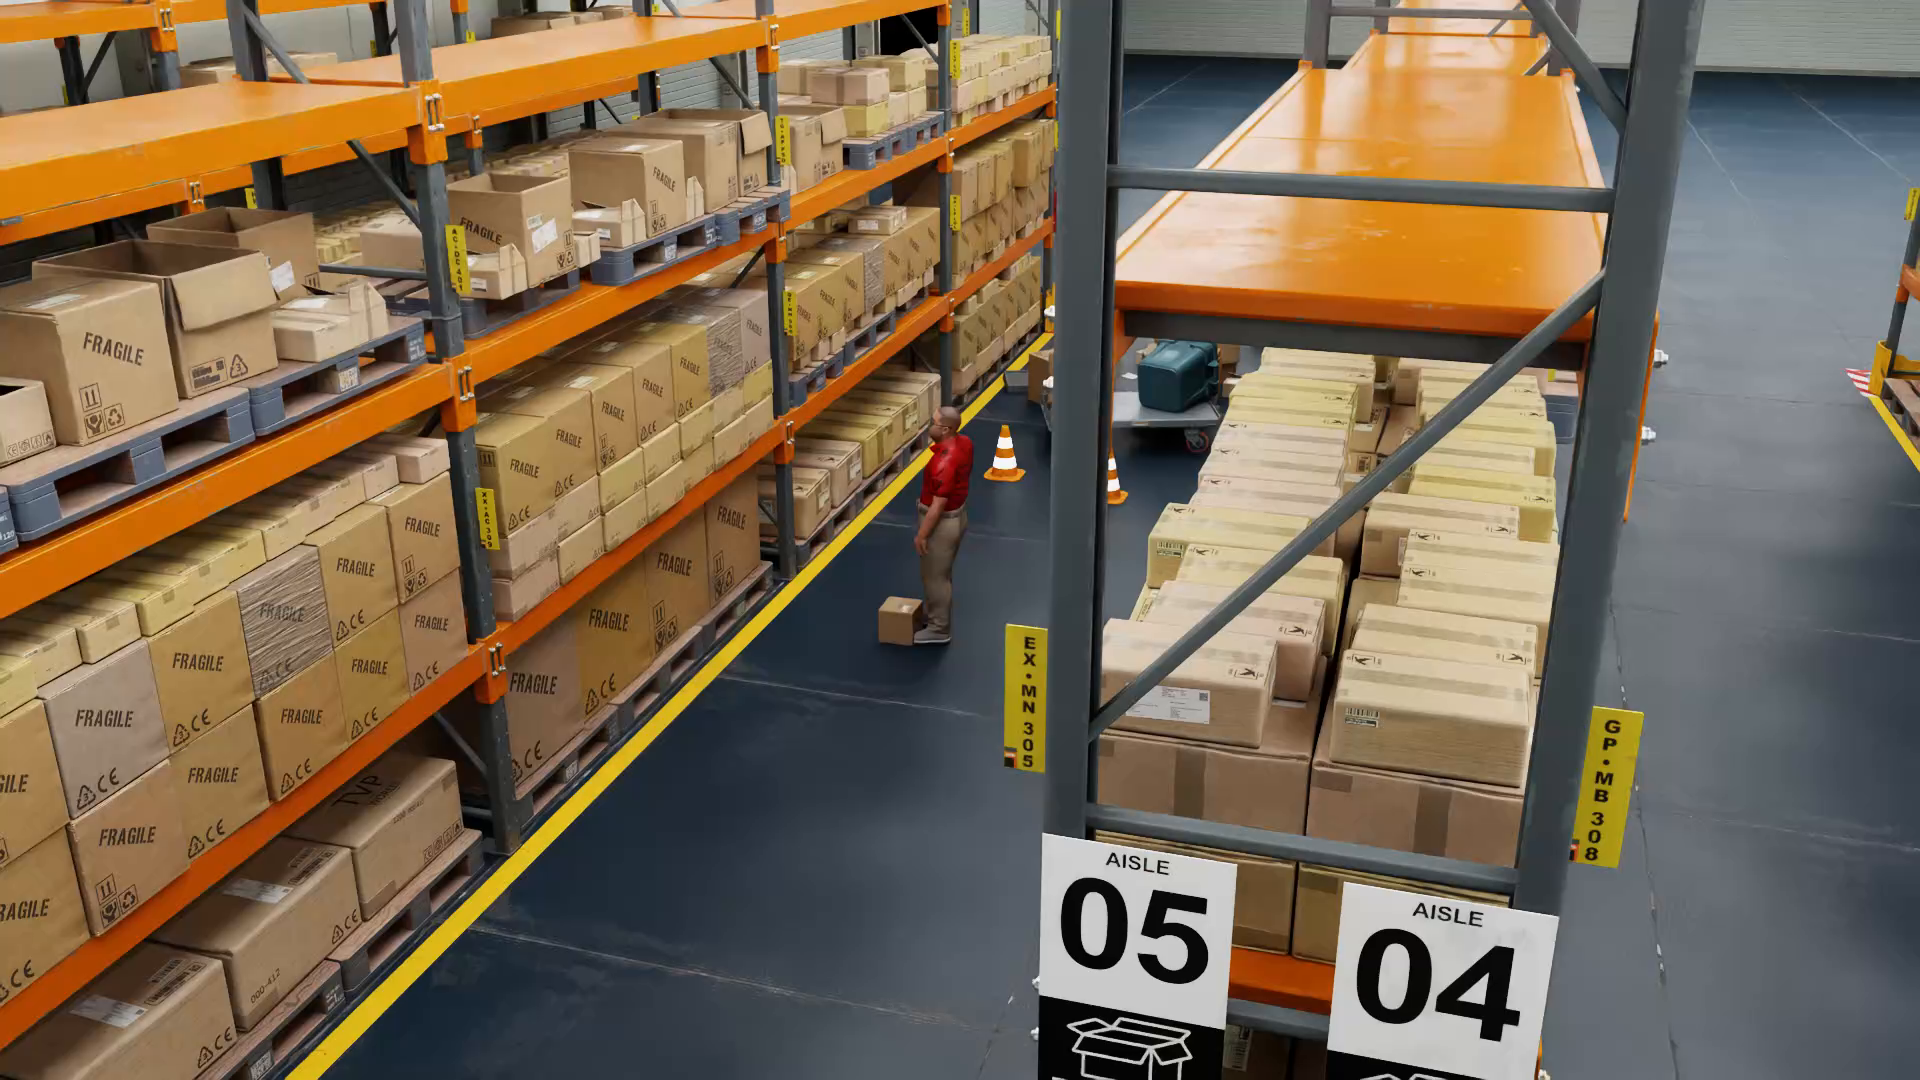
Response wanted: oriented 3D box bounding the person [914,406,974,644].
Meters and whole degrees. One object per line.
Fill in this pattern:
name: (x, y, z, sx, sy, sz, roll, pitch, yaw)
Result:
person: (-0.212, -0.112, 11.396, 0.551, 1.727, 0.635, 6, 23, 16)
